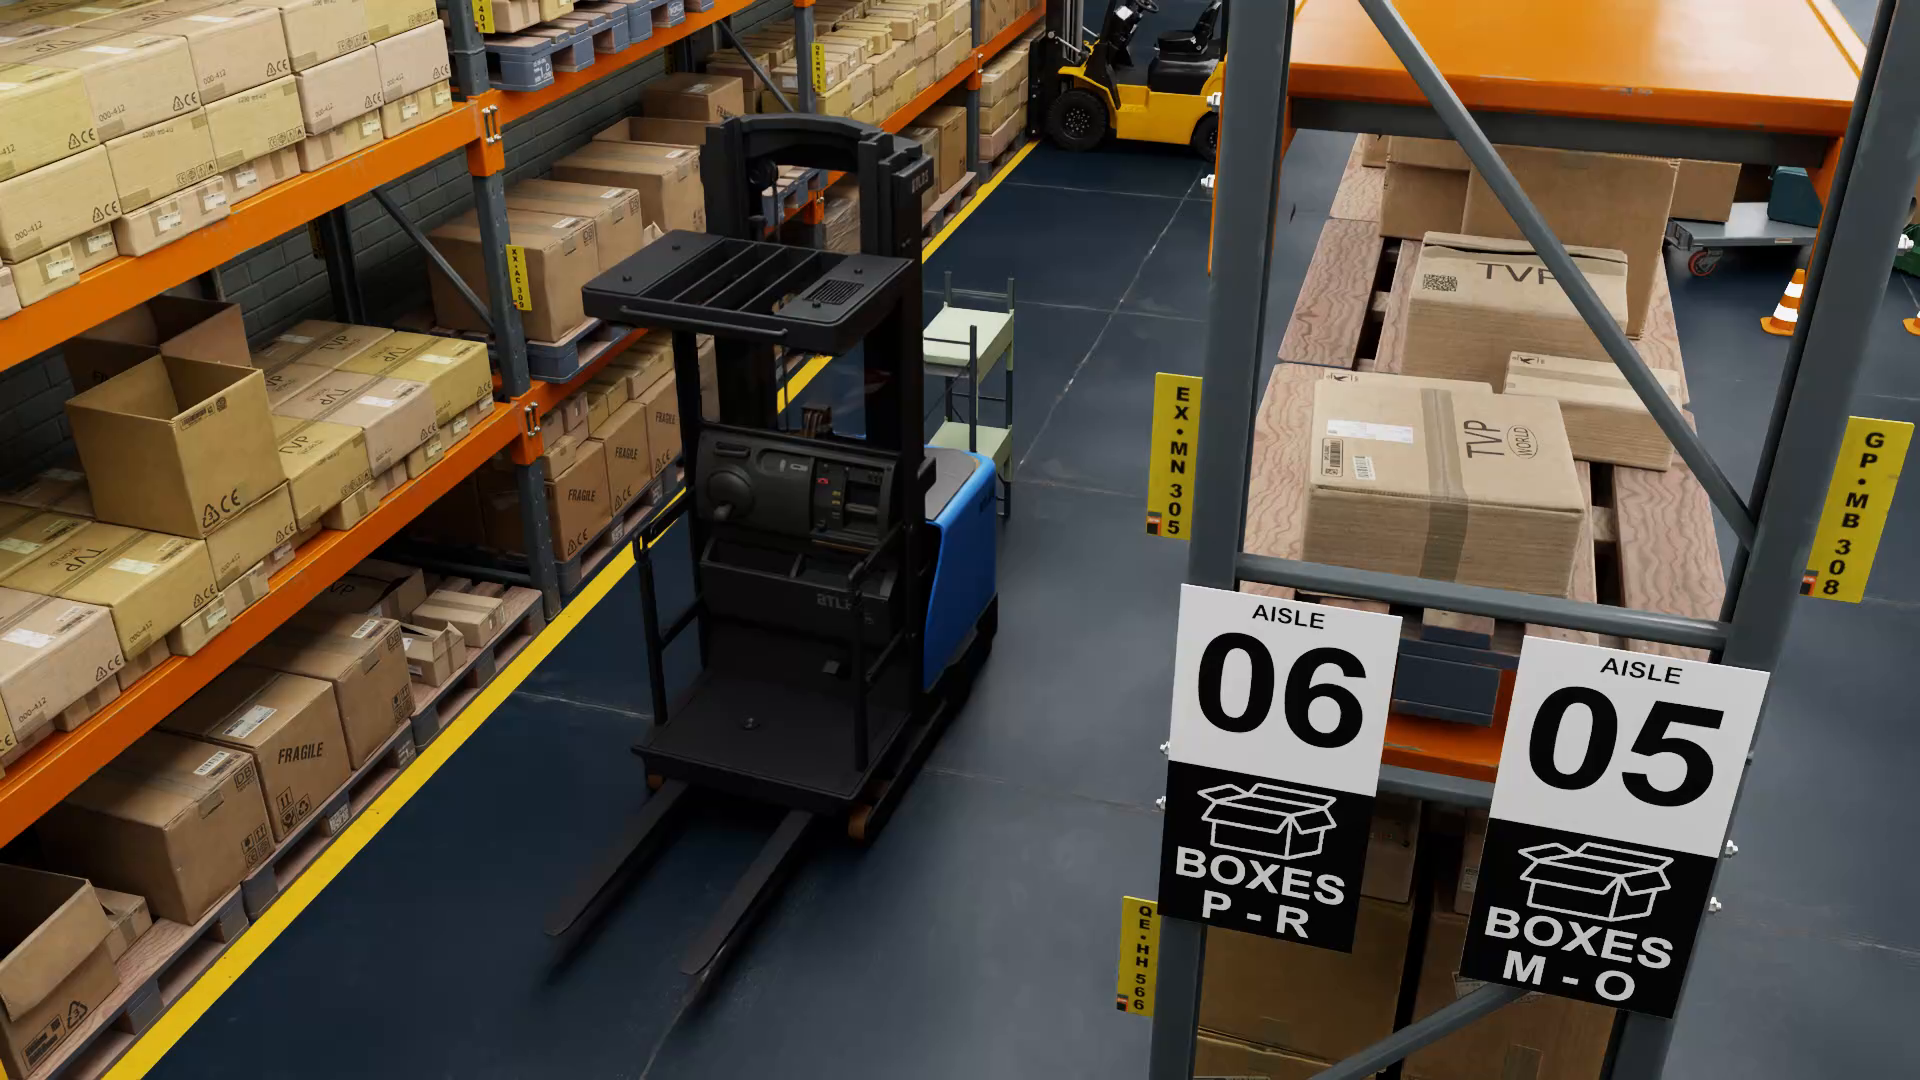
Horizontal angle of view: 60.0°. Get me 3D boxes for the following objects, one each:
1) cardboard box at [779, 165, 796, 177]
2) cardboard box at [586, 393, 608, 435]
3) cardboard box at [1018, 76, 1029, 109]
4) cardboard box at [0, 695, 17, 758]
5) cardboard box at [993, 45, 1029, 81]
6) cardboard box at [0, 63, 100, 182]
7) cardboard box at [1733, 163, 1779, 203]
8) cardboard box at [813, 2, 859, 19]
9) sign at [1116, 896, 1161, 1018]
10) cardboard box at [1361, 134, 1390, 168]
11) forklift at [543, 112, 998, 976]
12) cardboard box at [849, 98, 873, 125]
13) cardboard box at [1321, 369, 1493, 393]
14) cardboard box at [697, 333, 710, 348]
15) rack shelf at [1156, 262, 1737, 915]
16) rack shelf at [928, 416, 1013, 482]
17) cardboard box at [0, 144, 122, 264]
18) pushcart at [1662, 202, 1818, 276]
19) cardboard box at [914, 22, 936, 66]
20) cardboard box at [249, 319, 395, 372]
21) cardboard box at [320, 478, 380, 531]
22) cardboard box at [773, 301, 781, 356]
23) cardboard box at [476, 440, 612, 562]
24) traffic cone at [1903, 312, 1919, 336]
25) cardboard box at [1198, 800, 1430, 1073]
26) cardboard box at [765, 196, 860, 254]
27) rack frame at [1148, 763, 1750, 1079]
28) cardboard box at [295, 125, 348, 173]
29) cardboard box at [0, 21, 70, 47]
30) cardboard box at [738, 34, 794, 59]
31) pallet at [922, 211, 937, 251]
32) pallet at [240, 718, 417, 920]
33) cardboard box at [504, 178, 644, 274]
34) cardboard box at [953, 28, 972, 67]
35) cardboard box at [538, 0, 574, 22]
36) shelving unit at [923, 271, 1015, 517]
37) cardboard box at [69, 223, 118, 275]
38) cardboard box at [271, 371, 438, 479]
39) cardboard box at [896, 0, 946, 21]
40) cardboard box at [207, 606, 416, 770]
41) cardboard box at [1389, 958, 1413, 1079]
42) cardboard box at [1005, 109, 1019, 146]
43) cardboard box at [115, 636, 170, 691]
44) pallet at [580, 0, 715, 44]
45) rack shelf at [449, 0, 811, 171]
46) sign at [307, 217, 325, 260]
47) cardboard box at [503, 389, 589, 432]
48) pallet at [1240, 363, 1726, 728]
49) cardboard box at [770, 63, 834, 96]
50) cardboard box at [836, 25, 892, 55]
[{"bbox_3d":[-1.314,-2.538,11.054,0.380,0.149,0.250,9,30,16],"label":"cardboard box"},{"bbox_3d":[-2.231,-0.730,9.448,0.380,0.149,0.250,7,30,12],"label":"cardboard box"},{"bbox_3d":[0.428,-4.531,16.691,0.500,0.250,0.500,8,30,14],"label":"cardboard box"},{"bbox_3d":[-3.445,0.656,5.333,0.500,0.250,0.500,9,30,15],"label":"cardboard box"},{"bbox_3d":[0.423,-4.751,16.573,0.500,0.250,0.500,10,30,17],"label":"cardboard box"},{"bbox_3d":[-3.164,-1.340,5.322,0.500,0.250,0.500,8,30,14],"label":"cardboard box"},{"bbox_3d":[7.244,-3.191,14.829,0.797,0.637,0.503,8,30,15],"label":"cardboard box"},{"bbox_3d":[-1.047,-4.293,13.611,0.380,0.149,0.250,8,30,14],"label":"cardboard box"},{"bbox_3d":[0.395,0.906,3.600,0.100,0.325,0.005,8,30,15],"label":"sign"},{"bbox_3d":[1.711,-1.597,5.813,0.500,0.500,0.500,9,30,16],"label":"cardboard box"},{"bbox_3d":[-0.796,-0.177,7.054,1.130,2.935,3.031,10,31,18],"label":"forklift"},{"bbox_3d":[-0.972,-3.163,12.505,0.500,0.250,0.500,8,30,14],"label":"cardboard box"},{"bbox_3d":[1.003,-0.257,3.764,0.380,0.149,0.250,6,30,11],"label":"cardboard box"},{"bbox_3d":[-1.807,-1.321,10.512,0.380,0.149,0.250,7,30,12],"label":"cardboard box"},{"bbox_3d":[1.497,-0.326,4.905,1.077,0.370,4.000,8,30,15],"label":"rack shelf"},{"bbox_3d":[0.002,-0.374,9.549,0.431,0.370,0.720,8,30,15],"label":"rack shelf"},{"bbox_3d":[-3.153,-1.124,5.448,0.500,0.250,0.500,8,30,13],"label":"cardboard box"},{"bbox_3d":[6.627,-2.529,13.908,1.648,0.377,0.936,-1,29,-3],"label":"pushcart"},{"bbox_3d":[-0.513,-4.095,13.665,0.500,0.250,0.500,9,30,16],"label":"cardboard box"},{"bbox_3d":[-3.065,-0.838,8.020,0.500,0.250,0.500,8,30,14],"label":"cardboard box"},{"bbox_3d":[-2.774,-0.183,7.251,0.380,0.149,0.250,8,30,14],"label":"cardboard box"},{"bbox_3d":[-1.563,-1.457,11.424,0.500,0.500,0.500,8,30,14],"label":"cardboard box"},{"bbox_3d":[-2.305,-0.249,9.252,0.500,0.500,0.500,10,31,17],"label":"cardboard box"},{"bbox_3d":[7.357,-1.801,12.512,0.336,0.463,0.334,8,30,15],"label":"traffic cone"},{"bbox_3d":[0.824,0.861,3.985,0.500,0.500,0.500,9,30,17],"label":"cardboard box"},{"bbox_3d":[-1.292,-2.258,12.735,0.875,0.625,0.625,9,30,16],"label":"cardboard box"},{"bbox_3d":[0.910,1.600,3.789,1.000,3.000,0.127,8,30,15],"label":"rack frame"},{"bbox_3d":[-2.724,-1.607,6.726,0.380,0.149,0.250,8,30,15],"label":"cardboard box"},{"bbox_3d":[-3.505,-1.658,5.894,0.500,0.250,0.500,8,30,15],"label":"cardboard box"},{"bbox_3d":[-1.476,-3.705,12.554,0.380,0.149,0.250,8,30,14],"label":"cardboard box"},{"bbox_3d":[-0.849,-2.548,14.113,1.003,0.211,1.213,8,30,15],"label":"pallet"},{"bbox_3d":[-3.221,1.141,7.482,1.003,0.211,1.213,8,30,15],"label":"pallet"},{"bbox_3d":[-2.154,-1.626,9.053,0.700,0.500,0.500,9,30,15],"label":"cardboard box"},{"bbox_3d":[-0.212,-4.346,14.632,0.500,0.250,0.500,9,30,16],"label":"cardboard box"},{"bbox_3d":[-2.085,-2.591,7.961,0.380,0.149,0.250,9,30,15],"label":"cardboard box"},{"bbox_3d":[0.002,-0.659,9.391,0.431,1.500,0.755,8,30,15],"label":"shelving unit"},{"bbox_3d":[-3.122,-1.013,5.658,0.380,0.149,0.250,8,30,14],"label":"cardboard box"},{"bbox_3d":[-2.711,-0.524,7.454,0.500,0.250,0.500,9,30,15],"label":"cardboard box"},{"bbox_3d":[-0.333,-4.450,13.894,0.380,0.149,0.250,8,30,13],"label":"cardboard box"},{"bbox_3d":[-2.973,0.657,7.622,0.700,0.500,0.500,7,30,13],"label":"cardboard box"},{"bbox_3d":[1.325,1.374,4.092,0.500,0.500,0.500,8,30,14],"label":"cardboard box"},{"bbox_3d":[0.279,-4.081,16.397,0.500,0.250,0.500,8,30,14],"label":"cardboard box"},{"bbox_3d":[-3.198,0.405,6.196,0.380,0.149,0.250,9,30,16],"label":"cardboard box"},{"bbox_3d":[-2.102,-2.970,9.111,1.213,0.211,1.003,8,30,15],"label":"pallet"},{"bbox_3d":[-2.075,-2.892,9.517,1.077,0.370,4.000,8,30,15],"label":"rack shelf"},{"bbox_3d":[-3.194,-1.549,8.258,0.100,0.325,0.005,8,30,15],"label":"sign"},{"bbox_3d":[-2.272,-0.727,9.137,0.380,0.149,0.250,7,30,12],"label":"cardboard box"},{"bbox_3d":[1.118,-0.019,3.703,1.003,0.211,1.213,8,30,15],"label":"pallet"},{"bbox_3d":[-1.113,-3.258,11.751,0.380,0.149,0.250,9,30,16],"label":"cardboard box"},{"bbox_3d":[-0.744,-3.859,12.831,0.380,0.149,0.250,9,30,16],"label":"cardboard box"}]
